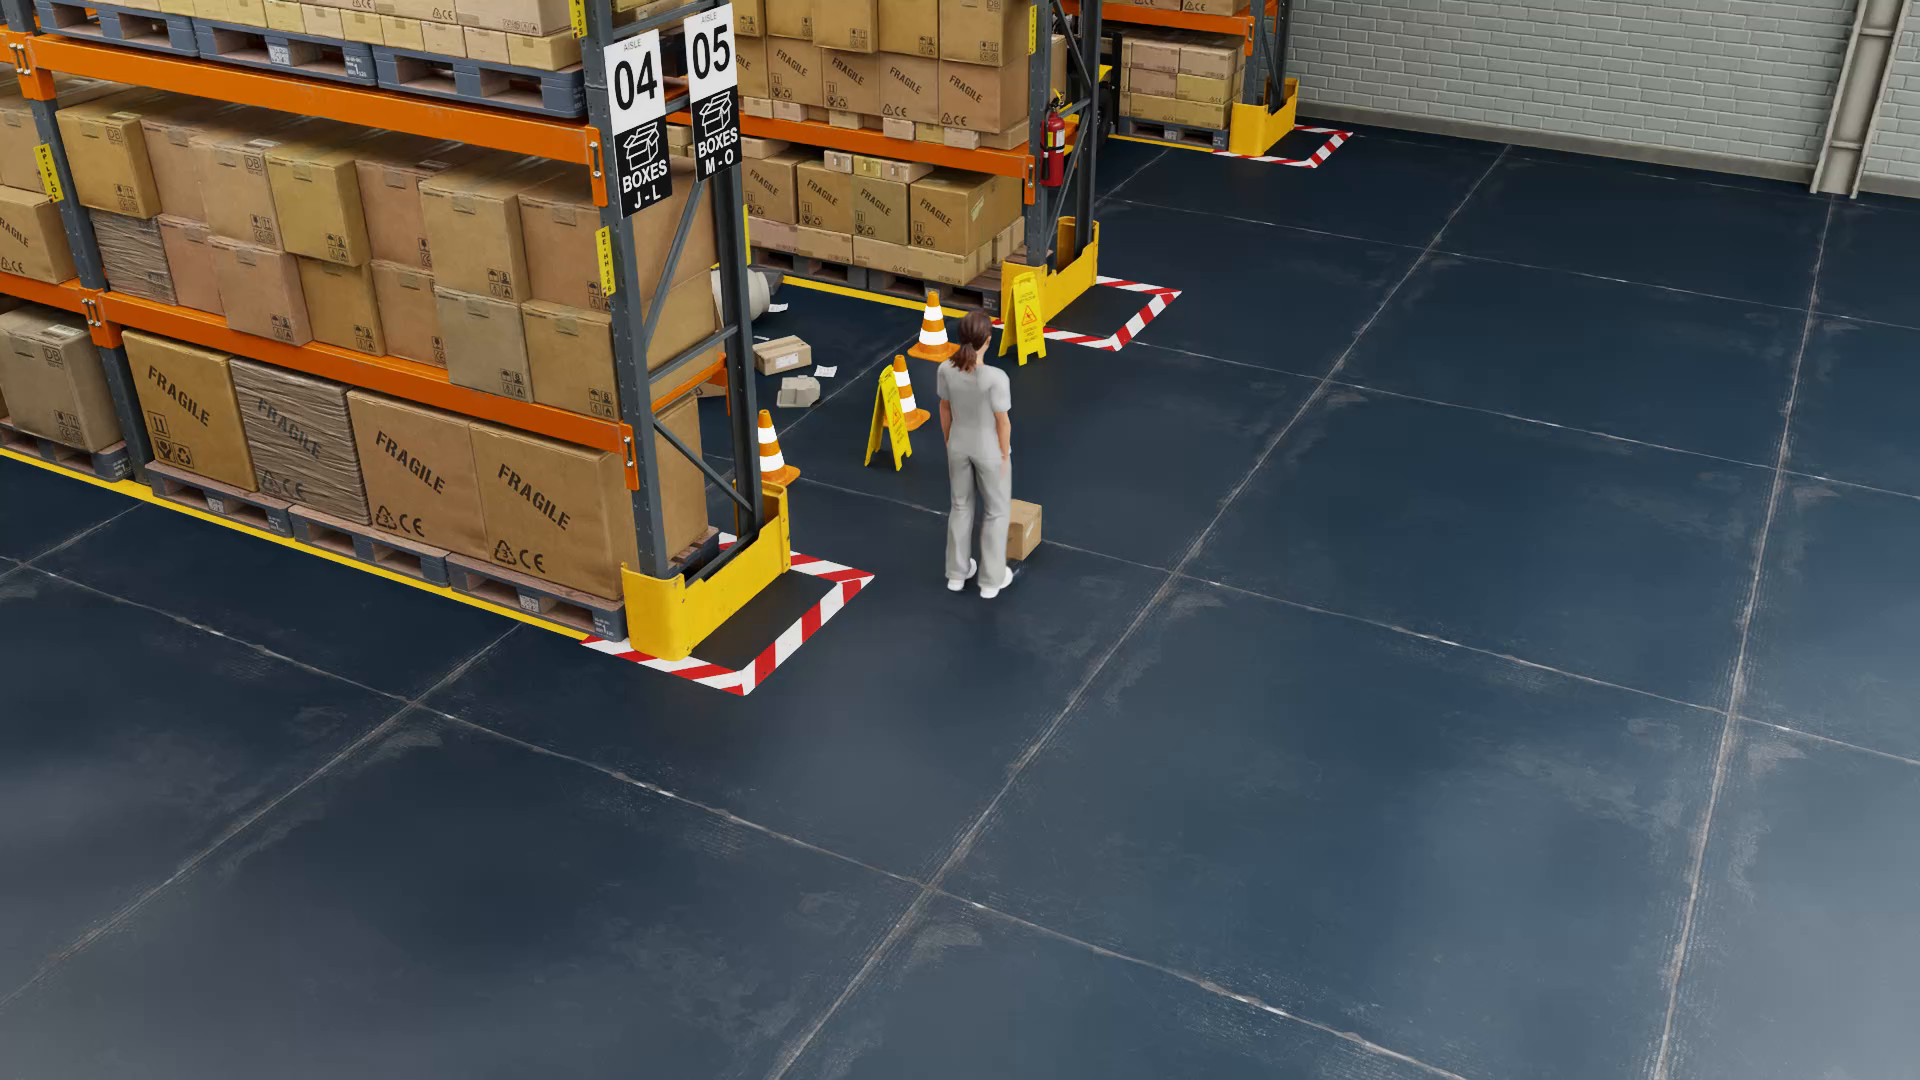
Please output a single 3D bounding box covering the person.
[{"bbox_3d":[0.077,-0.469,9.103,0.442,1.670,0.365,15,33,24],"label":"person"}]
